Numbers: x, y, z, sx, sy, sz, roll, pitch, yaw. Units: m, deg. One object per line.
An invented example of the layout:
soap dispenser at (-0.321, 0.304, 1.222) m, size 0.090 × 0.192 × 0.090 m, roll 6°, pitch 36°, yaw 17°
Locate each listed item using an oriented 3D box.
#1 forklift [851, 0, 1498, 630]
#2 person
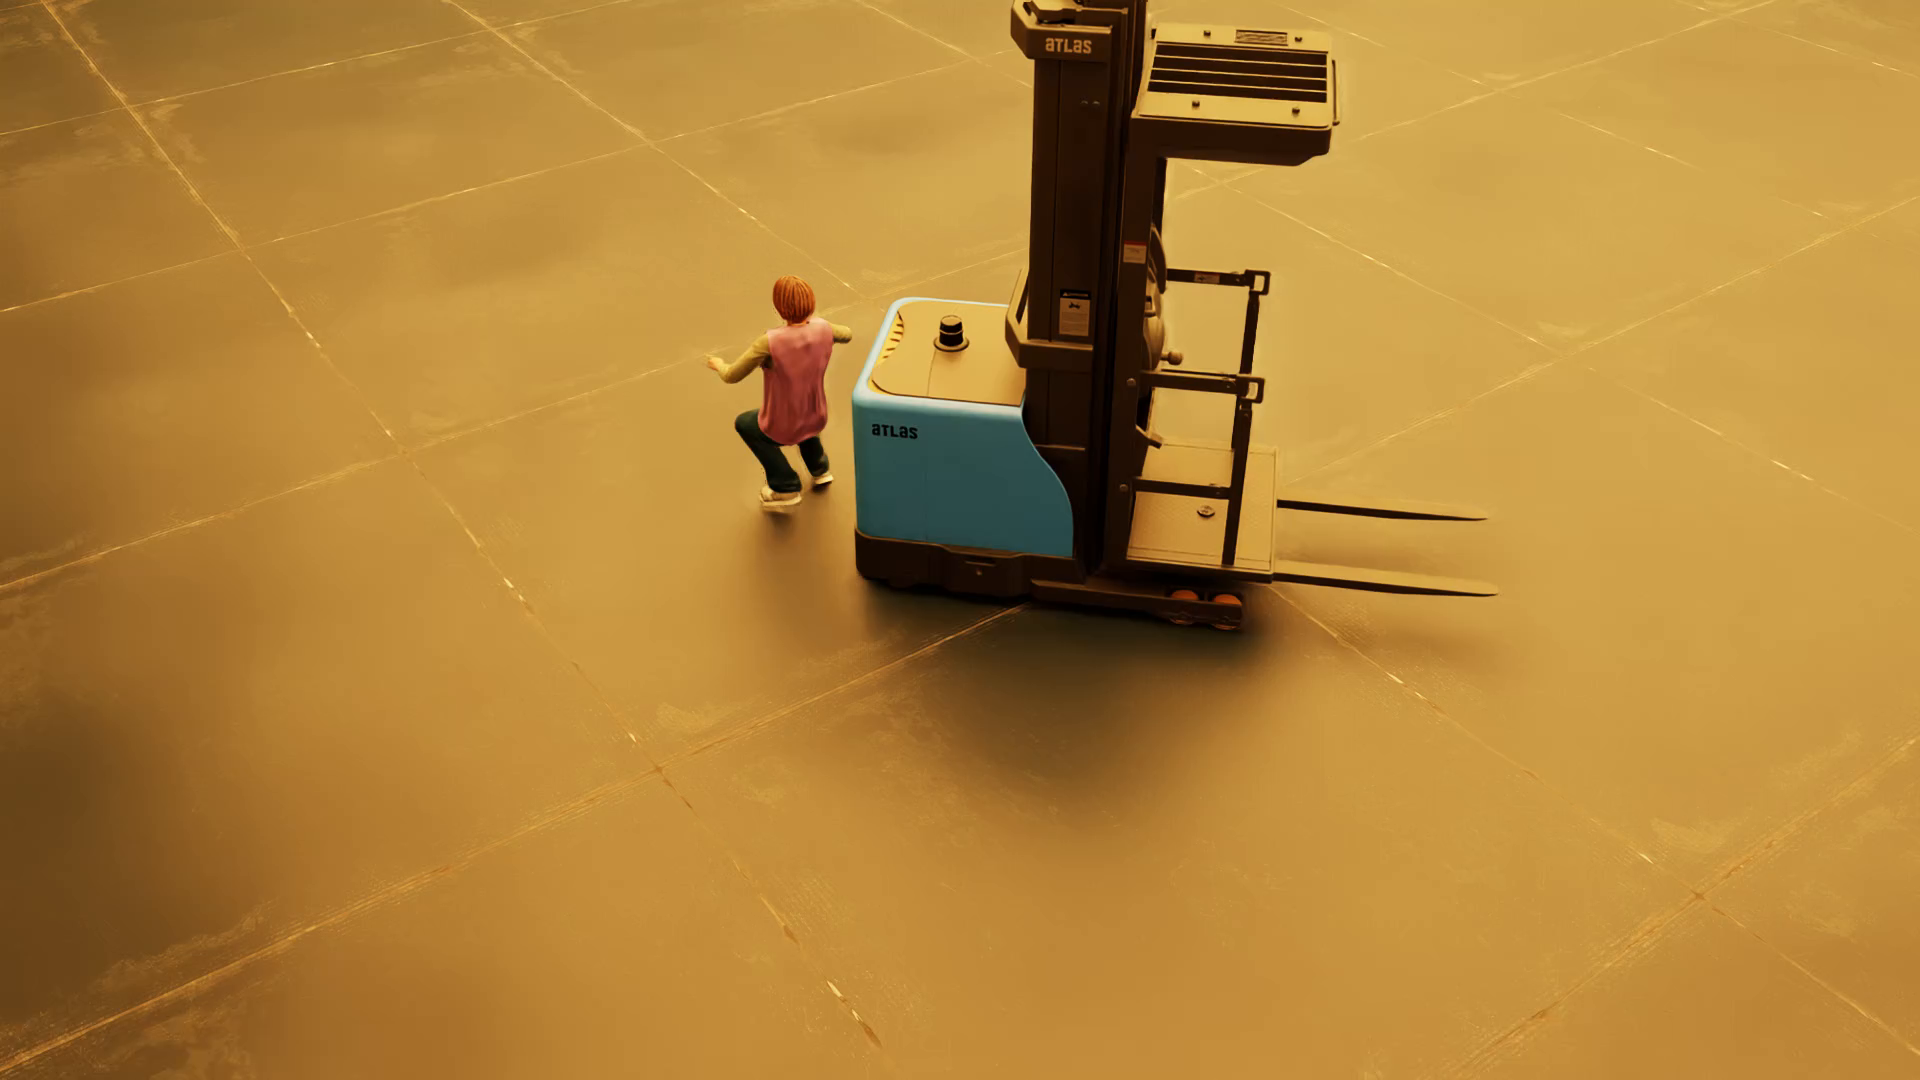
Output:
forklift at (1.058, -1.099, 7.431) m, size 3.031 × 2.935 × 1.130 m, roll 6°, pitch 37°, yaw 8°
person at (-0.851, -0.703, 8.217) m, size 0.730 × 1.476 × 0.597 m, roll -26°, pitch 44°, yaw -31°
